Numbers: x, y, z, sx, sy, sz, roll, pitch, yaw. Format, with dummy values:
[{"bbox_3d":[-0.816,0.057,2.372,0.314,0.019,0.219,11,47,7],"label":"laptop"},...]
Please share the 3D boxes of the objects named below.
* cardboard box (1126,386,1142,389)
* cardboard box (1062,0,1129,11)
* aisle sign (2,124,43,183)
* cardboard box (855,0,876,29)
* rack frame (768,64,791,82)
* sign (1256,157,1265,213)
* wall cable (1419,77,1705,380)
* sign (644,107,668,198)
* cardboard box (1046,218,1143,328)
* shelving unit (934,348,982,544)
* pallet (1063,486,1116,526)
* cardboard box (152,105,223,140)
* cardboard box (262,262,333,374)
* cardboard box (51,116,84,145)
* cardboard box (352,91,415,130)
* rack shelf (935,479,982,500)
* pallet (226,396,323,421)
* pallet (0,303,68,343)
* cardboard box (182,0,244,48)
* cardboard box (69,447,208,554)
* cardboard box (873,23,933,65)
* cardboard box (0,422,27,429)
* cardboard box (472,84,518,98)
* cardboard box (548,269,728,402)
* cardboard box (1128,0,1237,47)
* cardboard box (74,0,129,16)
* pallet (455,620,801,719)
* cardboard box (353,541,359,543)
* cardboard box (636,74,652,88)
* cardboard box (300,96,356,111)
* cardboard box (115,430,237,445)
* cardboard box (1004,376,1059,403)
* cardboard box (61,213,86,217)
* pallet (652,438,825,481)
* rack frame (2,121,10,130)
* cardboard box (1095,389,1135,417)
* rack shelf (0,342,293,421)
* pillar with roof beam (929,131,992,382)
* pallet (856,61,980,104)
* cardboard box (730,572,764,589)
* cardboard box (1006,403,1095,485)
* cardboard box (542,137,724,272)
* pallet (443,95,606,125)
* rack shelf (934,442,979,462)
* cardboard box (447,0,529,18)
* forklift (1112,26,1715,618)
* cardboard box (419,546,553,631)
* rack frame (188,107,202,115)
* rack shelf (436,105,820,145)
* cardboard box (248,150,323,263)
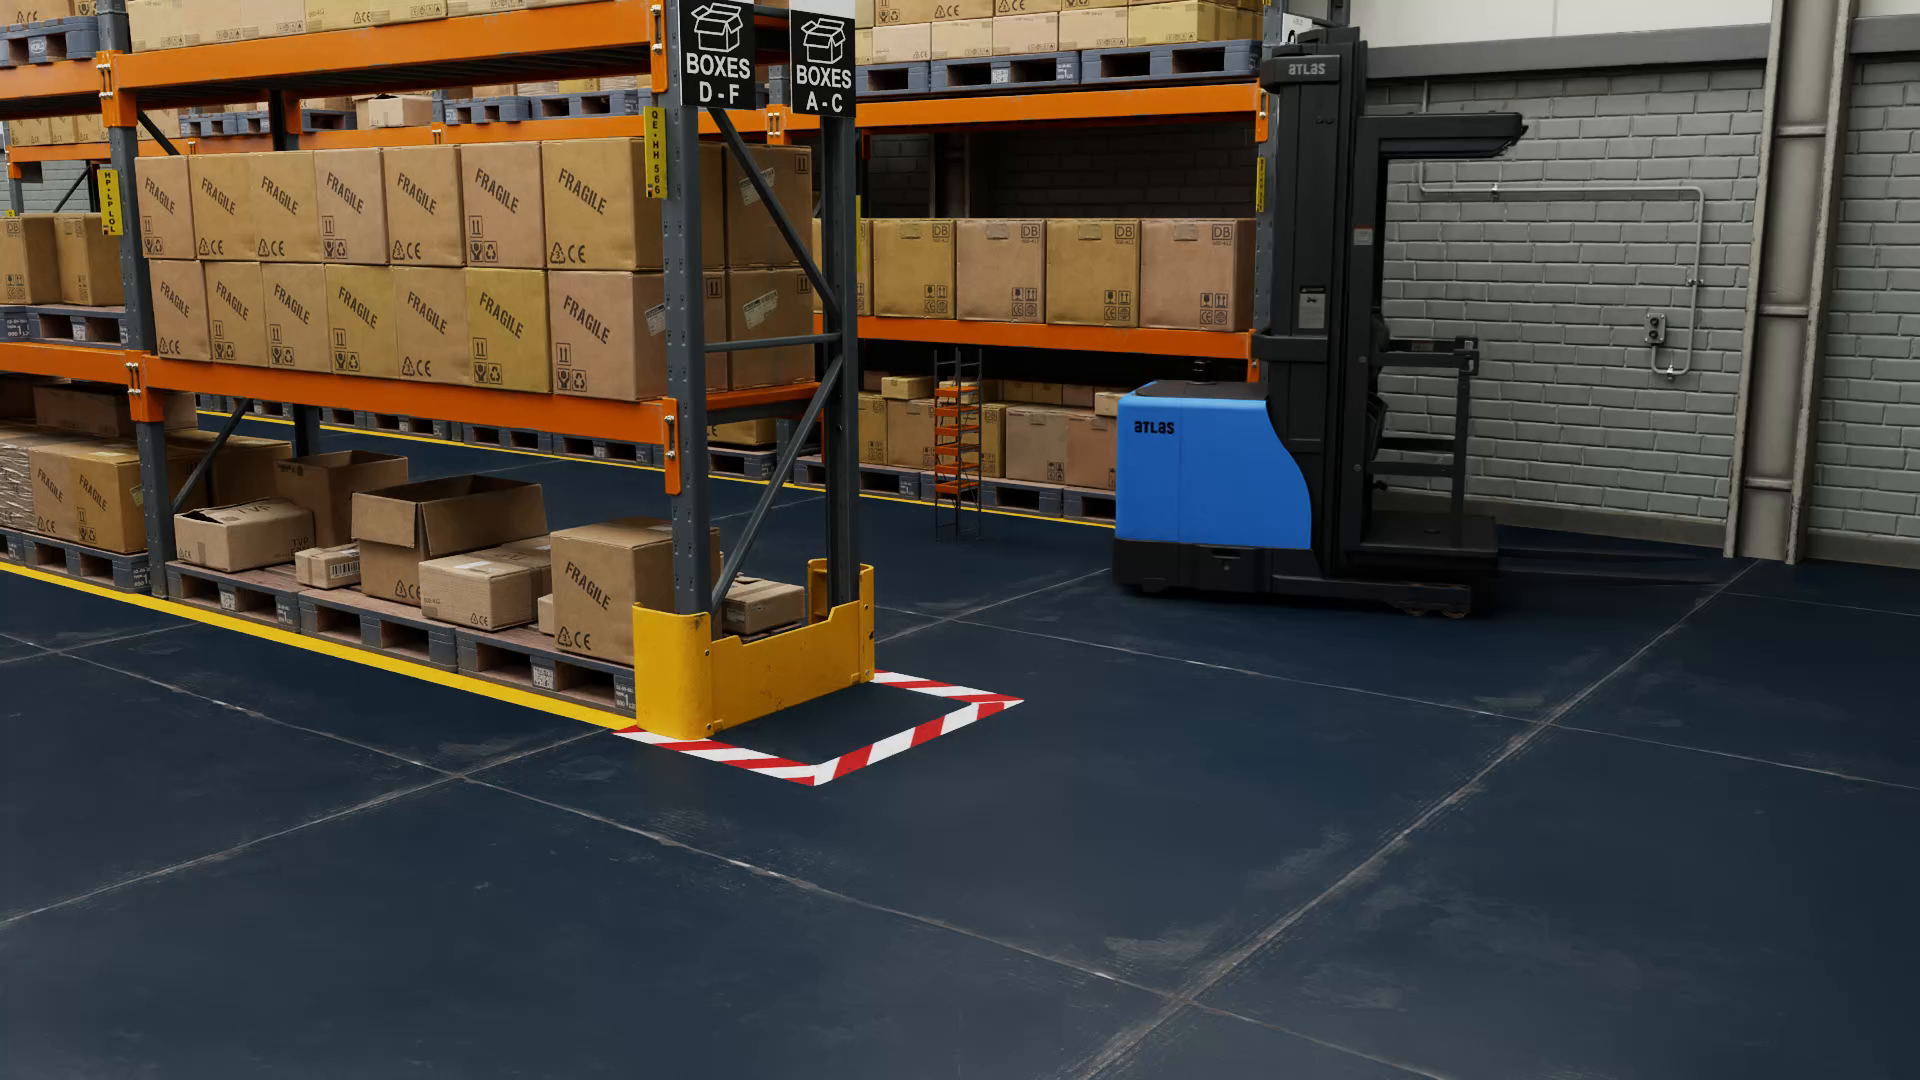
[{"bbox_3d":[1.340,-0.978,11.456,0.250,0.149,0.380,8,14,36],"label":"cardboard box"},{"bbox_3d":[1.005,-3.665,10.730,0.500,0.500,0.500,8,14,37],"label":"cardboard box"},{"bbox_3d":[-10.978,-4.581,19.468,0.004,0.787,0.394,8,13,36],"label":"aisle sign"},{"bbox_3d":[-0.662,-3.893,11.910,0.500,0.500,0.500,8,13,35],"label":"cardboard box"},{"bbox_3d":[-1.070,-4.939,12.367,0.127,3.000,1.000,8,13,36],"label":"rack frame"},{"bbox_3d":[1.821,-2.147,10.059,0.005,0.325,0.100,8,13,36],"label":"sign"},{"bbox_3d":[3.745,-2.044,10.521,1.851,1.984,0.084,8,13,36],"label":"wall cable"},{"bbox_3d":[-1.120,-1.426,6.123,0.005,0.325,0.100,8,13,36],"label":"sign"},{"bbox_3d":[1.144,-1.827,11.287,0.700,0.700,0.980,8,13,35],"label":"cardboard box"},{"bbox_3d":[-0.012,-0.591,10.424,0.189,1.200,0.258,8,13,36],"label":"shelving unit"},{"bbox_3d":[1.463,-0.253,11.280,1.213,0.211,1.003,8,13,36],"label":"pallet"},{"bbox_3d":[-8.074,-4.444,17.389,0.500,0.500,0.500,8,14,37],"label":"cardboard box"},{"bbox_3d":[-2.934,-1.071,7.906,0.500,0.500,0.500,8,13,35],"label":"cardboard box"},{"bbox_3d":[-9.788,-4.675,18.584,0.500,0.500,0.500,9,14,38],"label":"cardboard box"},{"bbox_3d":[-5.285,-4.136,15.792,0.637,0.503,0.797,11,15,43],"label":"cardboard box"},{"bbox_3d":[-0.012,-0.311,10.478,0.180,0.103,0.258,8,13,36],"label":"rack shelf"},{"bbox_3d":[-6.890,-1.437,17.400,1.213,0.211,1.003,8,13,36],"label":"pallet"},{"bbox_3d":[-5.653,-1.372,10.231,1.213,0.211,1.003,8,13,36],"label":"pallet"},{"bbox_3d":[-3.354,-2.484,7.972,0.500,0.250,0.500,8,13,36],"label":"cardboard box"},{"bbox_3d":[-4.567,-0.235,9.271,0.500,0.500,0.500,8,13,35],"label":"cardboard box"},{"bbox_3d":[-0.267,-3.470,11.700,0.500,0.250,0.500,8,13,34],"label":"cardboard box"},{"bbox_3d":[-6.199,-0.463,10.449,0.500,0.500,0.500,8,13,35],"label":"cardboard box"},{"bbox_3d":[-3.877,-4.136,14.695,0.500,0.500,0.700,7,13,31],"label":"cardboard box"},{"bbox_3d":[-1.298,-0.843,6.726,0.500,0.500,0.500,8,14,37],"label":"cardboard box"},{"bbox_3d":[1.406,-3.240,10.508,0.500,0.250,0.500,8,14,37],"label":"cardboard box"},{"bbox_3d":[-4.362,-3.080,9.022,0.600,0.600,0.600,6,13,30],"label":"cardboard box"},{"bbox_3d":[-1.480,0.486,7.462,1.213,0.211,1.003,8,13,36],"label":"pallet"},{"bbox_3d":[-3.035,0.002,8.967,0.250,0.149,0.380,8,13,36],"label":"cardboard box"},{"bbox_3d":[-2.202,-3.900,13.472,0.500,0.500,0.700,8,13,34],"label":"cardboard box"},{"bbox_3d":[-6.131,-4.409,16.154,0.500,0.500,0.500,7,13,34],"label":"cardboard box"},{"bbox_3d":[-4.682,-0.374,9.986,0.500,0.500,0.500,8,14,36],"label":"cardboard box"},{"bbox_3d":[0.523,-1.092,12.045,0.250,0.149,0.380,8,13,35],"label":"cardboard box"},{"bbox_3d":[-9.730,-3.431,18.736,0.500,0.500,0.500,7,13,34],"label":"cardboard box"},{"bbox_3d":[-1.737,-0.700,13.591,1.213,0.211,1.003,8,13,36],"label":"pallet"},{"bbox_3d":[-10.743,-6.288,19.341,0.127,3.000,1.000,8,13,36],"label":"rack frame"},{"bbox_3d":[1.112,-0.920,11.155,0.250,0.149,0.380,8,14,37],"label":"cardboard box"},{"bbox_3d":[-5.612,-1.106,10.246,4.000,0.370,1.077,8,13,36],"label":"rack shelf"},{"bbox_3d":[-2.542,-4.334,9.239,0.400,9.000,9.100,8,13,36],"label":"pillar with roof beam"},{"bbox_3d":[-0.417,-3.329,12.177,1.213,0.211,1.003,8,13,36],"label":"pallet"},{"bbox_3d":[-1.111,0.262,7.579,0.250,0.166,0.380,8,13,36],"label":"cardboard box"},{"bbox_3d":[0.721,-0.699,11.720,0.500,0.500,0.700,7,13,34],"label":"cardboard box"},{"bbox_3d":[-1.297,-1.333,6.627,0.500,0.500,0.500,8,13,35],"label":"cardboard box"},{"bbox_3d":[-3.744,-3.759,14.663,1.003,0.211,1.213,9,14,38],"label":"pallet"},{"bbox_3d":[-0.012,-0.547,10.433,0.180,0.103,0.258,8,13,36],"label":"rack shelf"},{"bbox_3d":[-1.742,-2.259,6.809,0.500,0.250,0.500,8,13,36],"label":"cardboard box"},{"bbox_3d":[2.401,-1.153,8.771,3.031,2.935,1.130,3,11,16],"label":"forklift"},{"bbox_3d":[-2.108,0.214,7.607,0.500,0.250,0.500,8,13,36],"label":"cardboard box"},{"bbox_3d":[-7.519,-5.838,17.017,0.127,3.000,1.000,8,13,36],"label":"rack frame"},{"bbox_3d":[-2.683,-3.338,13.883,4.000,0.370,1.077,8,13,36],"label":"rack shelf"},{"bbox_3d":[-2.956,-1.563,7.816,0.500,0.500,0.500,7,13,34],"label":"cardboard box"}]
